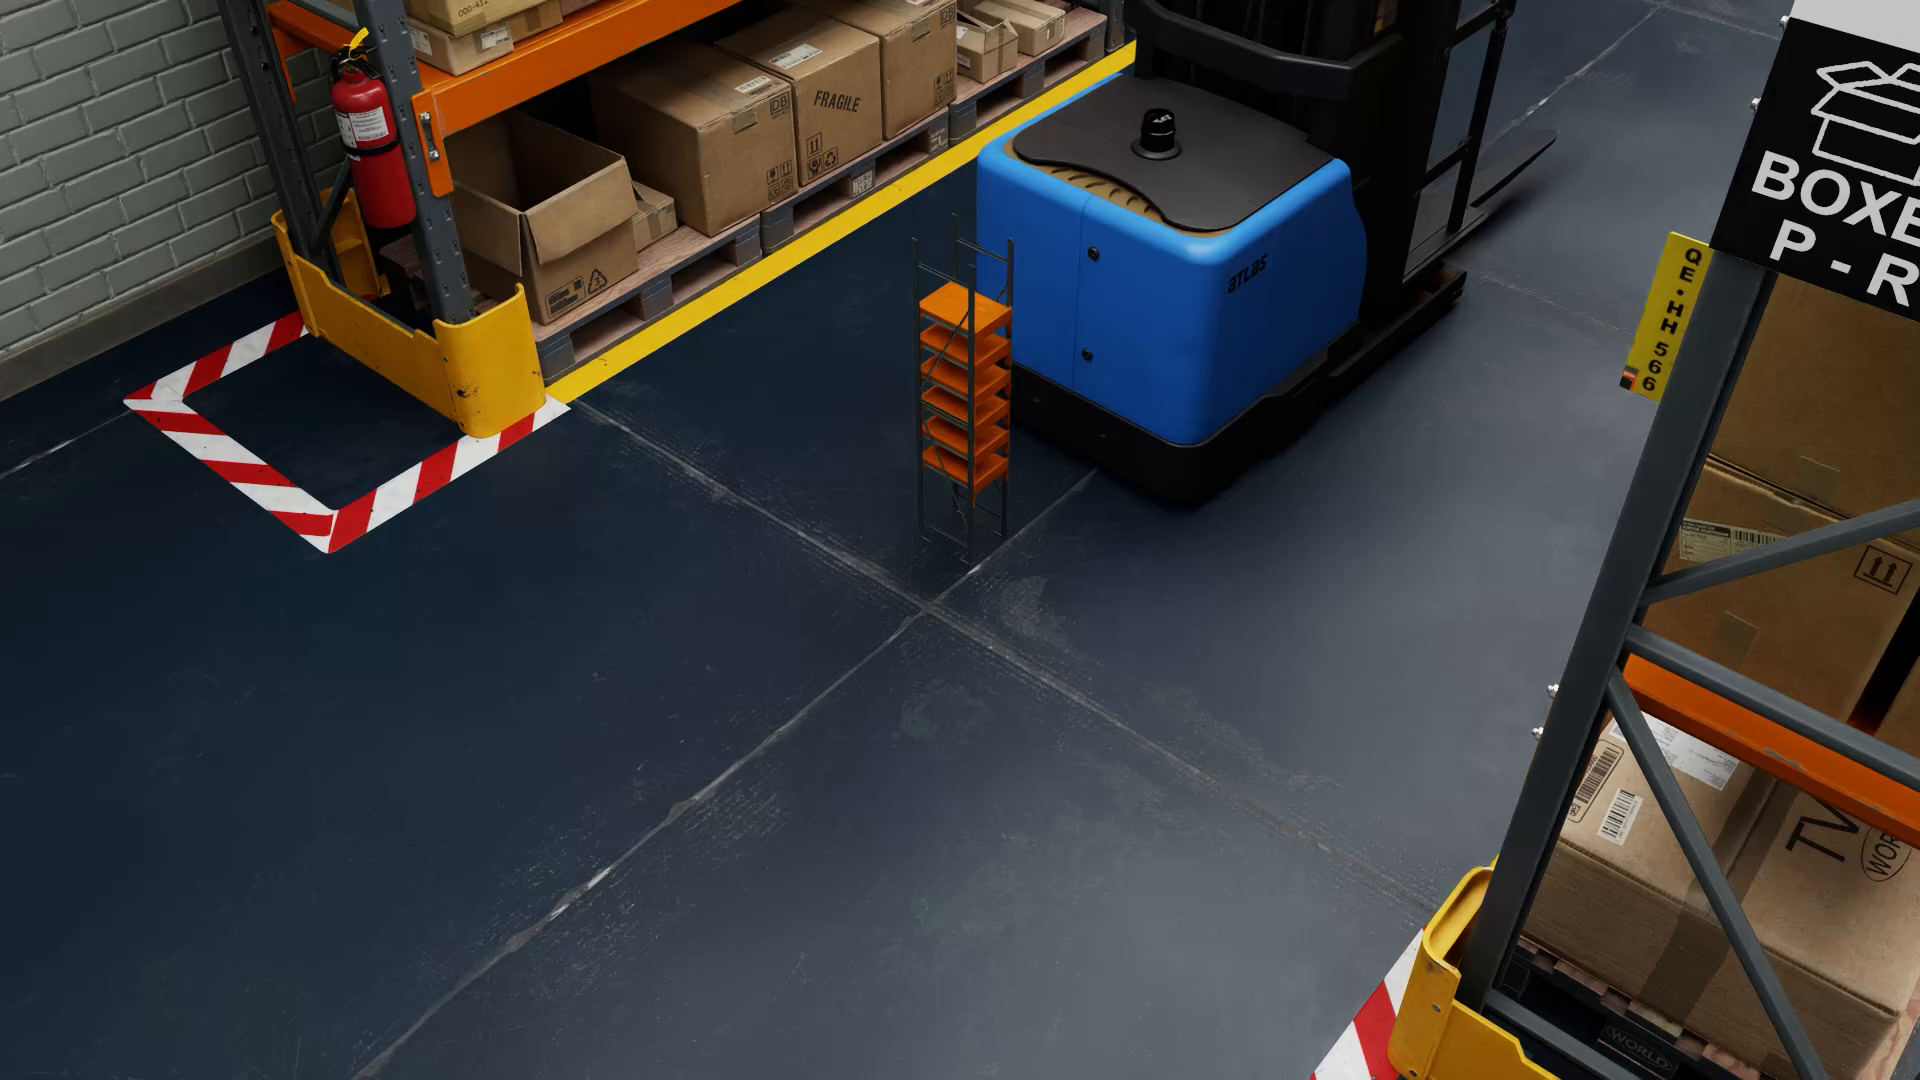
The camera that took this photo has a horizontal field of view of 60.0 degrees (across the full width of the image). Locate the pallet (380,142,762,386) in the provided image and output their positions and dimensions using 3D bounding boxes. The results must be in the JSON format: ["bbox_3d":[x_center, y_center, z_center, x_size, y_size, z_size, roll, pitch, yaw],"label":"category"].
[{"bbox_3d":[-1.593,-1.187,6.899,1.003,0.211,1.213,29,50,28],"label":"pallet"}]

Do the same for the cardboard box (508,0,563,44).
[{"bbox_3d":[-1.604,-1.878,5.772,0.380,0.149,0.250,31,51,29],"label":"cardboard box"}]

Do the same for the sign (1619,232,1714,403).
[{"bbox_3d":[1.241,-0.380,2.902,0.100,0.325,0.005,29,50,28],"label":"sign"}]

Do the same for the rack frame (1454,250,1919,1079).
[{"bbox_3d":[1.648,0.378,3.105,1.000,3.000,0.127,29,50,28],"label":"rack frame"}]

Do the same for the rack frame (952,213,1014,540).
[{"bbox_3d":[0.068,-0.498,5.406,0.240,1.200,0.006,29,50,28],"label":"rack frame"}]

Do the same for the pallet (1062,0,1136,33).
[{"bbox_3d":[0.915,-3.232,9.148,1.003,0.211,1.213,29,50,28],"label":"pallet"}]

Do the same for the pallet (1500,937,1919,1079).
[{"bbox_3d":[2.102,0.964,4.533,1.003,0.211,1.213,29,50,28],"label":"pallet"}]

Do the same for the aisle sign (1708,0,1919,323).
[{"bbox_3d":[1.364,-0.681,2.337,0.394,0.787,0.004,29,50,28],"label":"aisle sign"}]

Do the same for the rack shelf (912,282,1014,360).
[{"bbox_3d":[0.009,-0.685,5.142,0.258,0.103,0.180,29,50,28],"label":"rack shelf"}]

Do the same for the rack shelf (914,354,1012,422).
[{"bbox_3d":[0.009,-0.507,5.304,0.258,0.103,0.180,29,50,28],"label":"rack shelf"}]

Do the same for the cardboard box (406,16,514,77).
[{"bbox_3d":[-1.732,-1.727,5.606,0.380,0.149,0.250,29,50,28],"label":"cardboard box"}]

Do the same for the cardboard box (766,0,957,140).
[{"bbox_3d":[-0.440,-2.232,7.520,0.700,0.500,0.500,28,49,27],"label":"cardboard box"}]

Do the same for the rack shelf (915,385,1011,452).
[{"bbox_3d":[0.009,-0.419,5.384,0.258,0.103,0.180,29,50,28],"label":"rack shelf"}]

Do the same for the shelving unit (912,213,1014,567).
[{"bbox_3d":[0.009,-0.451,5.355,0.258,1.200,0.189,29,50,28],"label":"shelving unit"}]

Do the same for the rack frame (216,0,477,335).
[{"bbox_3d":[-2.154,-1.769,5.466,1.000,3.000,0.127,29,50,28],"label":"rack frame"}]

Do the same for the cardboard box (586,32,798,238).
[{"bbox_3d":[-1.108,-1.697,6.933,0.700,0.500,0.500,32,51,30],"label":"cardboard box"}]

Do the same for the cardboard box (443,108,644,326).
[{"bbox_3d":[-1.688,-1.275,6.466,0.797,0.503,0.637,28,49,27],"label":"cardboard box"}]

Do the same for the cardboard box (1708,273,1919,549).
[{"bbox_3d":[1.776,-0.380,3.121,0.500,0.500,0.500,31,51,30],"label":"cardboard box"}]

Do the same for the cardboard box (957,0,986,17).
[{"bbox_3d":[-0.186,-2.752,8.233,0.500,0.311,0.500,31,51,30],"label":"cardboard box"}]

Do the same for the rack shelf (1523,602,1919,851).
[{"bbox_3d":[2.935,-0.386,4.479,1.077,0.370,4.000,29,50,28],"label":"rack shelf"}]

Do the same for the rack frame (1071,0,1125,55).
[{"bbox_3d":[0.420,-3.829,7.731,1.000,3.000,0.127,29,50,28],"label":"rack frame"}]

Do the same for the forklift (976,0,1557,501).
[{"bbox_3d":[1.403,-2.130,5.914,1.130,2.935,3.031,31,51,30],"label":"forklift"}]

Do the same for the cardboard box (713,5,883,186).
[{"bbox_3d":[-0.691,-1.926,7.184,0.500,0.500,0.500,30,50,29],"label":"cardboard box"}]

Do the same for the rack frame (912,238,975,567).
[{"bbox_3d":[-0.050,-0.404,5.303,0.240,1.200,0.006,29,50,28],"label":"rack frame"}]

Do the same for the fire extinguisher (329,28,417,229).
[{"bbox_3d":[-1.895,-1.327,5.314,0.296,0.674,0.183,29,50,28],"label":"fire extinguisher"}]

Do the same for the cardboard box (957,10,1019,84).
[{"bbox_3d":[0.057,-2.375,7.852,0.396,0.266,0.258,31,51,30],"label":"cardboard box"}]

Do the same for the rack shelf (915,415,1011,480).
[{"bbox_3d":[0.009,-0.330,5.465,0.258,0.103,0.180,29,50,28],"label":"rack shelf"}]

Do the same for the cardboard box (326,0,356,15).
[{"bbox_3d":[-2.146,-1.963,5.866,0.380,0.149,0.250,29,50,28],"label":"cardboard box"}]

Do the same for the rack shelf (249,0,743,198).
[{"bbox_3d":[-0.867,-2.533,6.841,1.077,0.370,4.000,29,50,28],"label":"rack shelf"}]

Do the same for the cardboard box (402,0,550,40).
[{"bbox_3d":[-1.656,-1.941,5.545,0.500,0.250,0.500,30,50,29],"label":"cardboard box"}]

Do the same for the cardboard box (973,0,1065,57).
[{"bbox_3d":[0.287,-2.515,8.094,0.380,0.149,0.250,28,49,27],"label":"cardboard box"}]

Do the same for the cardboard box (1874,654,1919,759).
[{"bbox_3d":[2.176,0.218,3.206,0.500,0.500,0.500,29,50,28],"label":"cardboard box"}]

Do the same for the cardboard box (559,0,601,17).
[{"bbox_3d":[-1.462,-2.028,5.938,0.380,0.149,0.250,29,50,28],"label":"cardboard box"}]

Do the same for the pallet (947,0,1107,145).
[{"bbox_3d":[-0.022,-2.444,8.281,1.003,0.211,1.213,29,50,28],"label":"pallet"}]

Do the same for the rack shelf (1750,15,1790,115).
[{"bbox_3d":[2.935,-1.496,3.470,1.077,0.370,4.000,29,50,28],"label":"rack shelf"}]

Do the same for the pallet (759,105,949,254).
[{"bbox_3d":[-0.807,-1.813,7.587,1.003,0.211,1.213,29,50,28],"label":"pallet"}]

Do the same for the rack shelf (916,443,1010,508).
[{"bbox_3d":[0.009,-0.241,5.546,0.258,0.103,0.180,29,50,28],"label":"rack shelf"}]

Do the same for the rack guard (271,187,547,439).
[{"bbox_3d":[-2.105,-0.884,6.350,1.175,0.500,0.348,29,50,28],"label":"rack guard"}]

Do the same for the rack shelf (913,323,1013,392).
[{"bbox_3d":[0.009,-0.596,5.223,0.258,0.103,0.180,29,50,28],"label":"rack shelf"}]

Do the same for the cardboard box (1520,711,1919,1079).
[{"bbox_3d":[1.996,0.787,4.247,0.875,0.438,0.875,28,49,27],"label":"cardboard box"}]

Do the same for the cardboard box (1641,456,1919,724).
[{"bbox_3d":[1.755,-0.022,3.470,0.500,0.500,0.500,30,50,29],"label":"cardboard box"}]

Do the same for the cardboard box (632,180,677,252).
[{"bbox_3d":[-1.385,-1.346,6.807,0.380,0.149,0.250,28,49,27],"label":"cardboard box"}]

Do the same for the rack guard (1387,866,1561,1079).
[{"bbox_3d":[1.632,1.315,3.932,1.175,0.500,0.348,29,50,28],"label":"rack guard"}]
